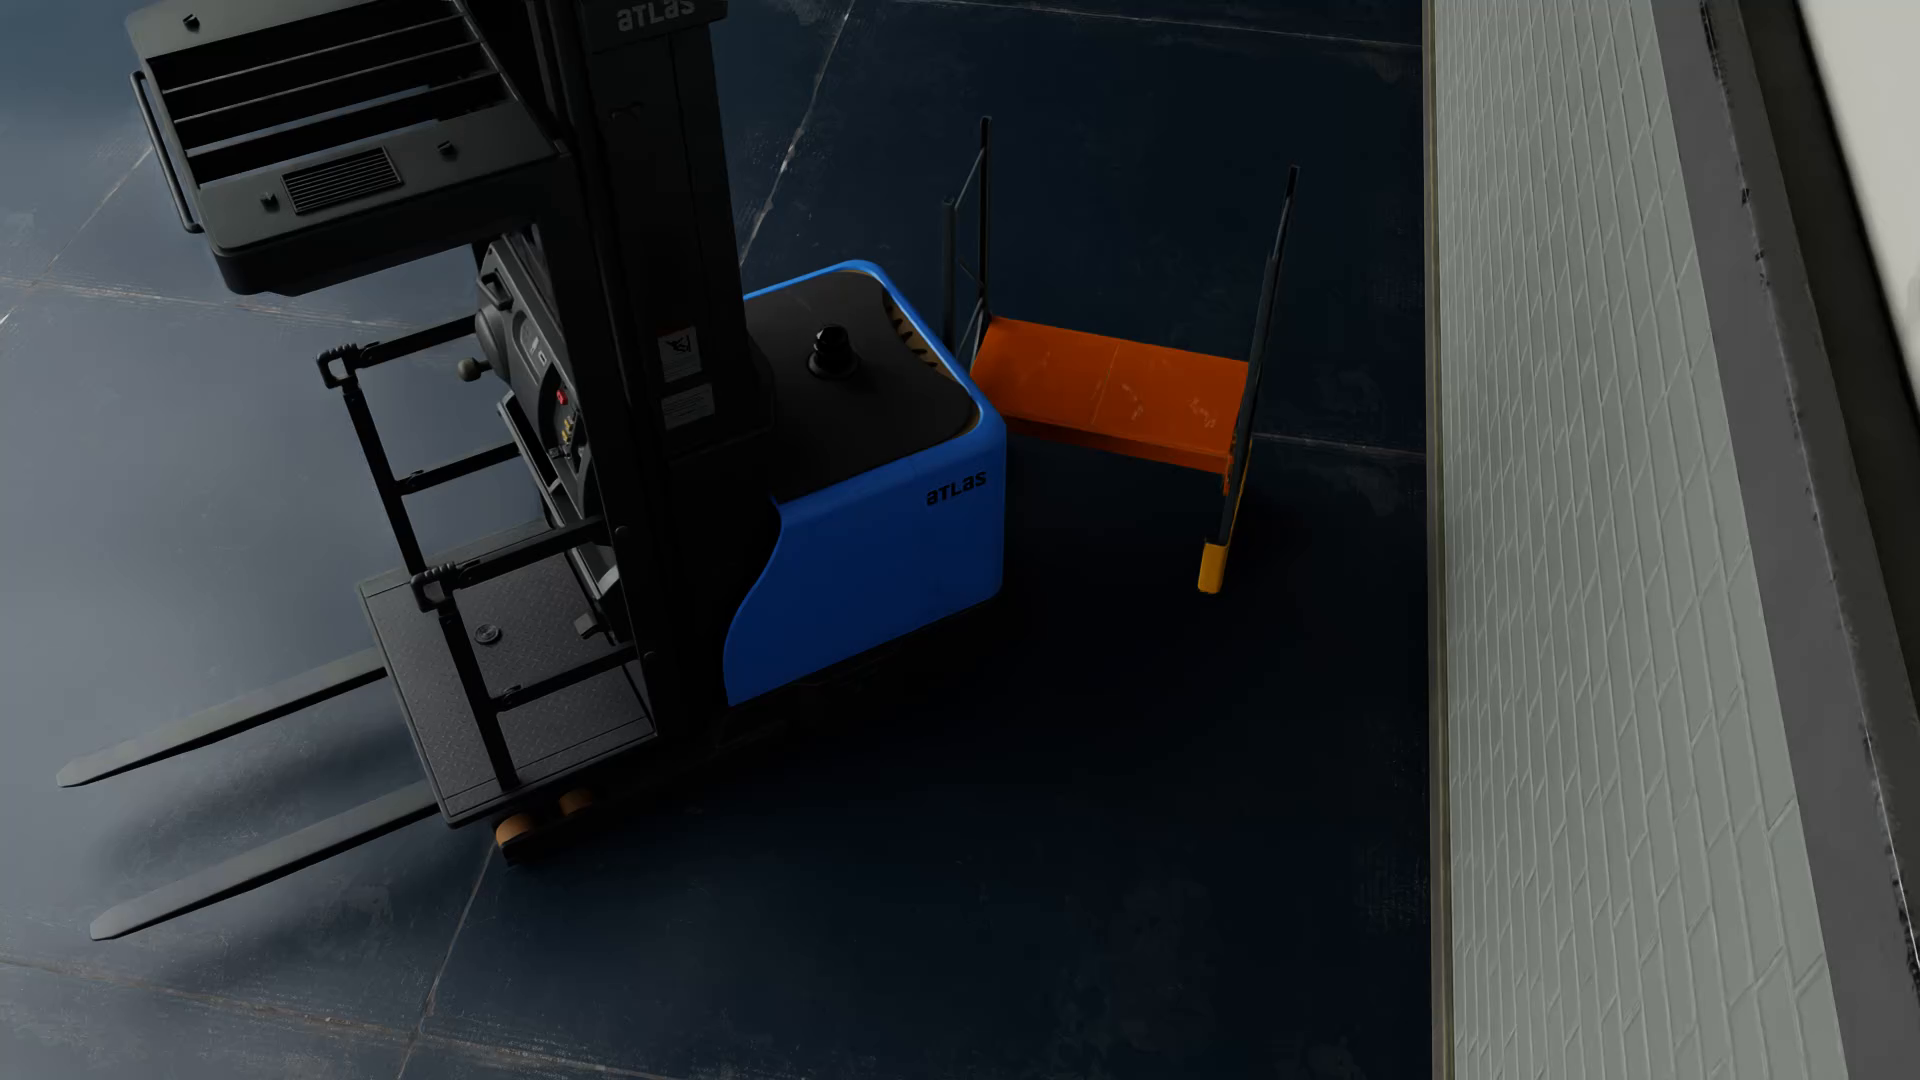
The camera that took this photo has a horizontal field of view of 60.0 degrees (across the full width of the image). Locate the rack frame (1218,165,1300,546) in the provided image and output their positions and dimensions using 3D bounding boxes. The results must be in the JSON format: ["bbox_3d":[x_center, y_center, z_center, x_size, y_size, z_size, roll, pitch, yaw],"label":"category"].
[{"bbox_3d":[1.004,-0.516,5.705,0.032,1.500,0.500,12,49,10],"label":"rack frame"}]

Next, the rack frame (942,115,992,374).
[{"bbox_3d":[0.025,-0.720,5.889,0.032,1.500,0.500,12,49,10],"label":"rack frame"}]

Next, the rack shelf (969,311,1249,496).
[{"bbox_3d":[0.514,-0.498,5.931,1.000,0.185,0.538,12,49,10],"label":"rack shelf"}]

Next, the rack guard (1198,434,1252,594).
[{"bbox_3d":[0.985,-0.102,6.174,0.087,0.250,0.587,12,49,10],"label":"rack guard"}]

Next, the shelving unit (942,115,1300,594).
[{"bbox_3d":[0.505,-0.620,5.799,1.083,1.500,0.587,12,49,10],"label":"shelving unit"}]

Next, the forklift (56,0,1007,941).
[{"bbox_3d":[-1.382,-0.406,4.645,3.031,2.935,1.130,-22,52,-19],"label":"forklift"}]
